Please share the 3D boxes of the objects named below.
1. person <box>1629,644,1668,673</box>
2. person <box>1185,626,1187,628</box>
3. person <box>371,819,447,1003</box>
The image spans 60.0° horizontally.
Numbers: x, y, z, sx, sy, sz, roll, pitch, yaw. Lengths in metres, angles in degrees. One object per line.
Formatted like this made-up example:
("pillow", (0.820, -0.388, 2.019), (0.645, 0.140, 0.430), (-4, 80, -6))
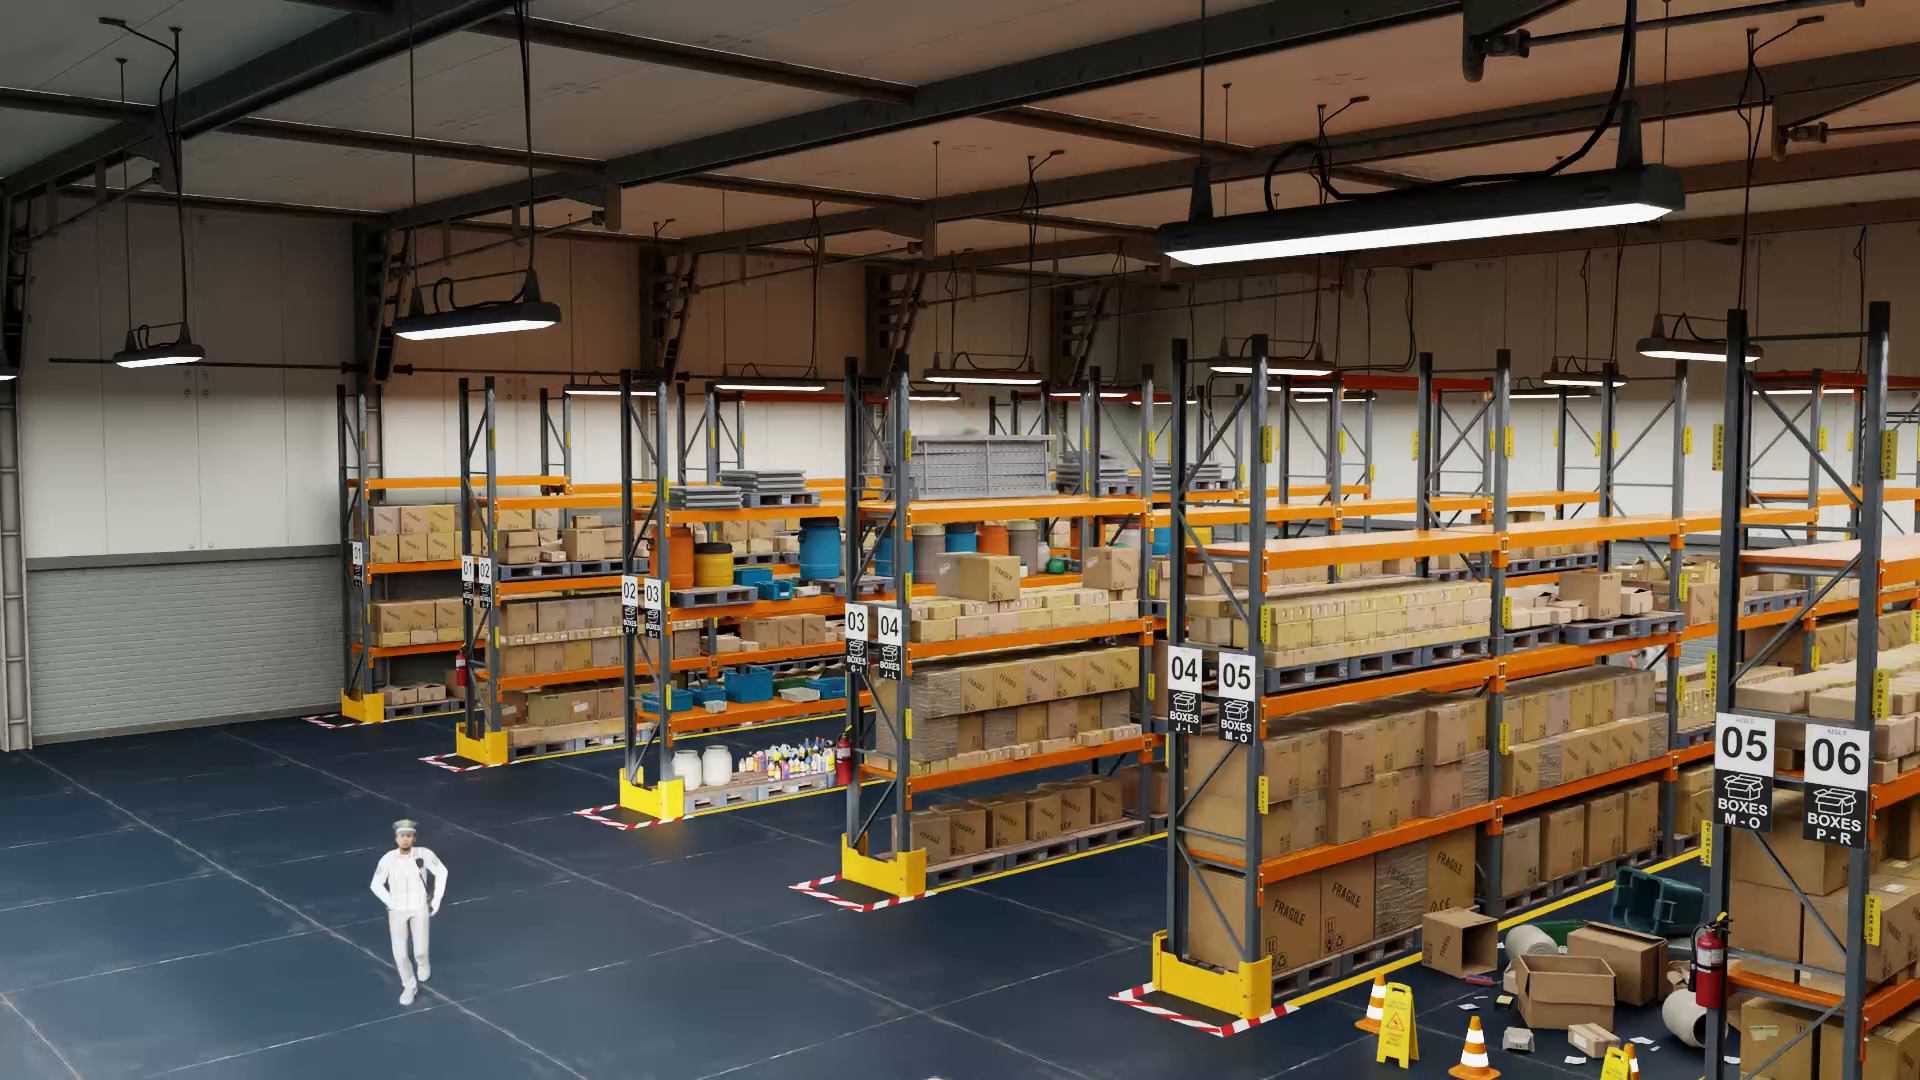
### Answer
("person", (12.195, 2.392, 29.110), (0.716, 1.788, 0.683), (-1, 4, -20))
("person", (4.719, 2.089, 34.666), (0.581, 1.667, 0.903), (3, 5, 37))
("person", (-5.009, 3.350, 15.058), (0.617, 1.665, 0.561), (-1, 4, -15))
